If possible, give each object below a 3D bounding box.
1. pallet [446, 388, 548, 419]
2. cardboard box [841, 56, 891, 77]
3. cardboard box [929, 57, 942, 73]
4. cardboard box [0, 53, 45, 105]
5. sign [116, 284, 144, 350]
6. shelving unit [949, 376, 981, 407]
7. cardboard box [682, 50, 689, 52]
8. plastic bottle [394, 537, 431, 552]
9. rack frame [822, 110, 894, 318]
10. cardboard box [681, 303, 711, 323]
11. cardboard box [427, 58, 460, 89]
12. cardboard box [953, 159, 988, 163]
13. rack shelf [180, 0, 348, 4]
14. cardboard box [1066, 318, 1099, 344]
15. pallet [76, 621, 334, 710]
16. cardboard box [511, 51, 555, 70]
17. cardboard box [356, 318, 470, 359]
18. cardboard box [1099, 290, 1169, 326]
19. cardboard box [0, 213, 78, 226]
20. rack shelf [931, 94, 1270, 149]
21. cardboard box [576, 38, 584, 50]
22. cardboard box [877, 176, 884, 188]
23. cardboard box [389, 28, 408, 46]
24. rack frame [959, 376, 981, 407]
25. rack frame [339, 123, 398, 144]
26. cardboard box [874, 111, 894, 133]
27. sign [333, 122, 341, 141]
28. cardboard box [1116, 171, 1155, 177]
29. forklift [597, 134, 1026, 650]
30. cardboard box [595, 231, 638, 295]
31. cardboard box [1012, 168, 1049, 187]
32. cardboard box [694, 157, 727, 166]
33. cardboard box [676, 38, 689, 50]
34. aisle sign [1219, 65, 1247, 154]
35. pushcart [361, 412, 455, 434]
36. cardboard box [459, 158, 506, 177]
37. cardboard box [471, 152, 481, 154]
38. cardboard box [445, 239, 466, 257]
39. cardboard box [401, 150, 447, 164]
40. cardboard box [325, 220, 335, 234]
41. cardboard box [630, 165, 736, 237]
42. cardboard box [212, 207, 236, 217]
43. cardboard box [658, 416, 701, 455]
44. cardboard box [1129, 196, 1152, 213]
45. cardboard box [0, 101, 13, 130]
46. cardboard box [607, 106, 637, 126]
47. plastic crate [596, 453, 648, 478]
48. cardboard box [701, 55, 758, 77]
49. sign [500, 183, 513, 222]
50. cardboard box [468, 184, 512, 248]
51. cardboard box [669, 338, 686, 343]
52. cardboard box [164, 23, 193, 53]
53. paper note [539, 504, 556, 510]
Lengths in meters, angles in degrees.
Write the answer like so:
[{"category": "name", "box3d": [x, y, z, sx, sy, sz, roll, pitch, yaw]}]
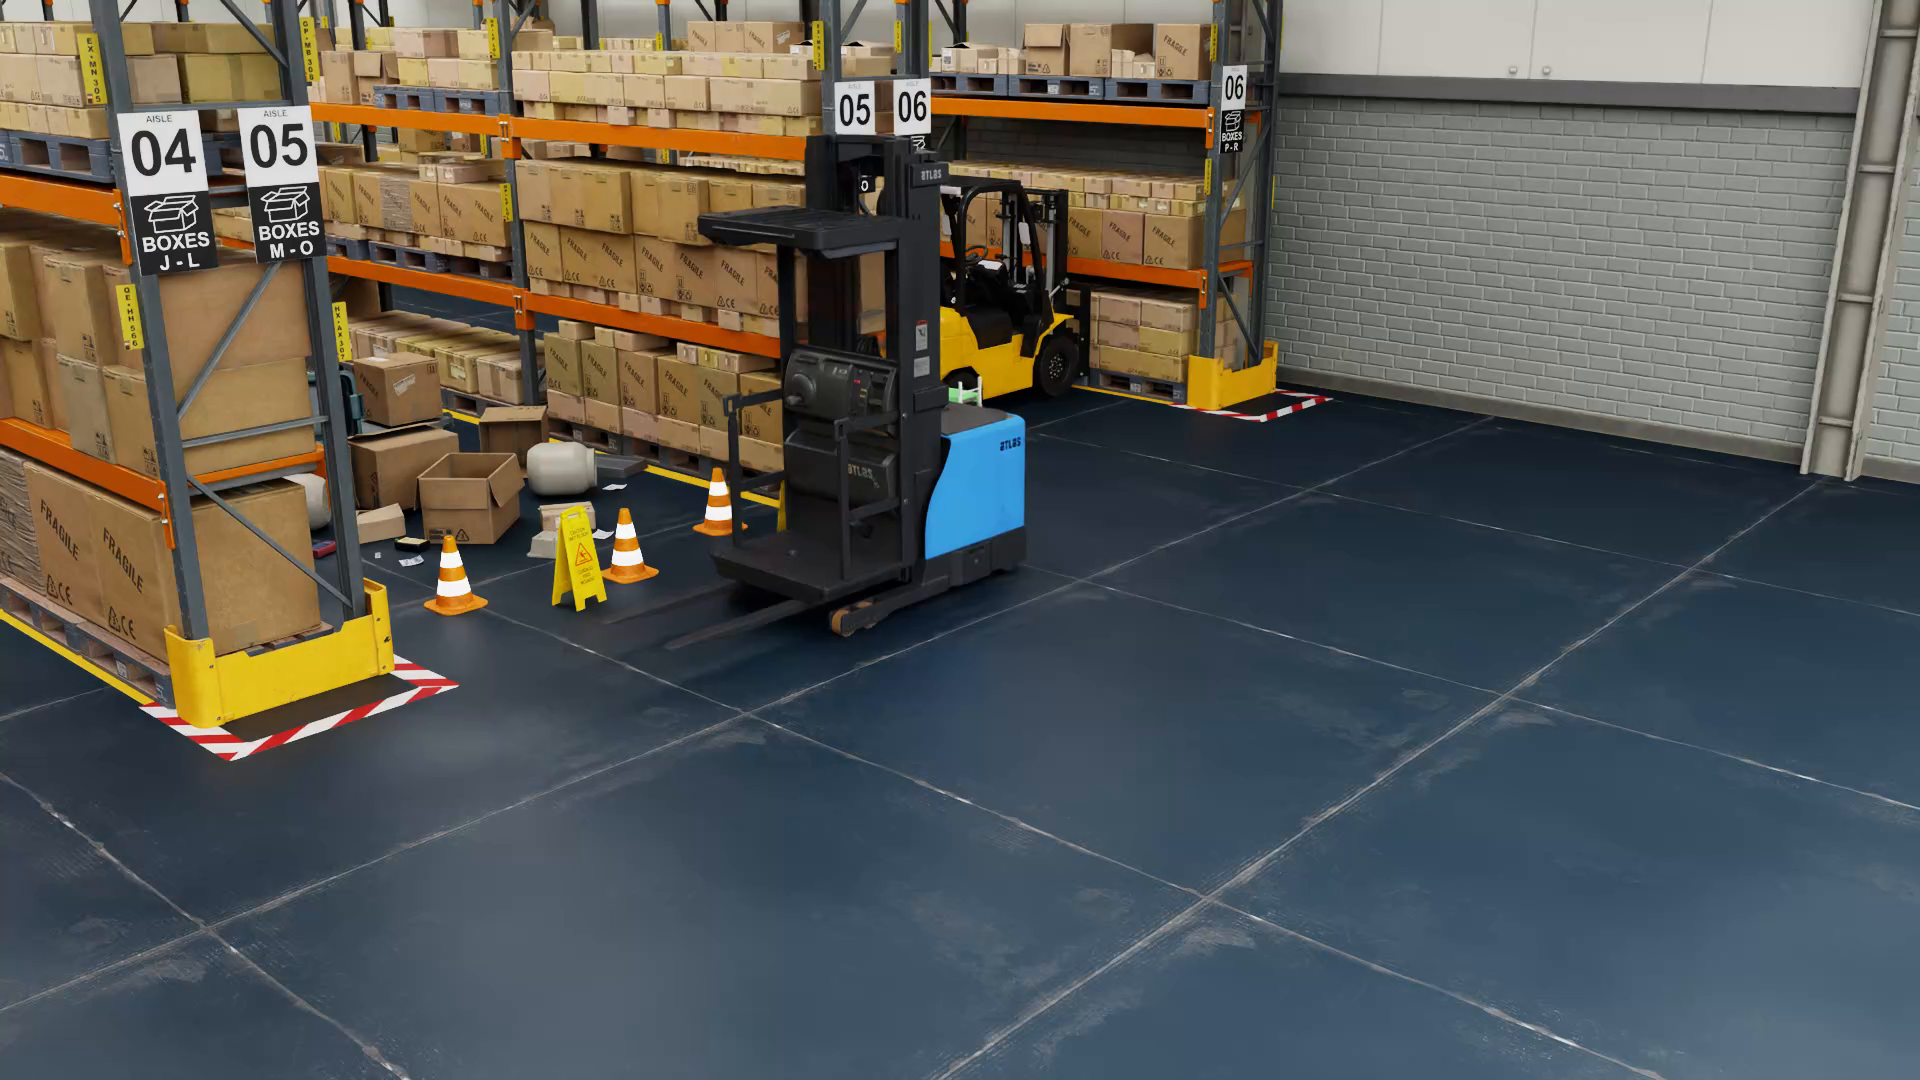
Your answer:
[{"category": "pallet", "box3d": [-4.180, -1.351, 16.019, 1.213, 0.211, 1.003, 15, 23, 39]}, {"category": "cardboard box", "box3d": [-0.735, -3.528, 12.409, 0.250, 0.149, 0.380, 15, 23, 39]}, {"category": "cardboard box", "box3d": [-0.170, -5.047, 17.652, 0.250, 0.149, 0.380, 16, 23, 40]}, {"category": "cardboard box", "box3d": [-4.740, -2.464, 8.855, 0.500, 0.250, 0.500, 15, 23, 39]}, {"category": "sign", "box3d": [-4.185, -1.125, 8.393, 0.005, 0.325, 0.100, 15, 23, 39]}, {"category": "shelving unit", "box3d": [-0.118, -0.608, 12.043, 0.503, 1.200, 0.258, 14, 22, 37]}, {"category": "cardboard box", "box3d": [-3.237, -5.878, 20.243, 0.250, 0.166, 0.380, 15, 23, 39]}, {"category": "plastic bottle", "box3d": [-3.951, 0.031, 11.914, 0.283, 0.061, 0.133, 7, 19, 21]}, {"category": "rack frame", "box3d": [-0.605, -1.721, 12.575, 0.127, 3.000, 1.000, 15, 23, 39]}, {"category": "cardboard box", "box3d": [-2.029, -1.869, 13.456, 0.250, 0.149, 0.380, 15, 23, 39]}, {"category": "cardboard box", "box3d": [-4.504, -4.270, 15.201, 0.500, 0.250, 0.500, 15, 23, 40]}, {"category": "cardboard box", "box3d": [0.135, -4.151, 18.502, 0.250, 0.149, 0.380, 15, 23, 39]}, {"category": "rack shelf", "box3d": [-8.084, -6.055, 18.163, 4.000, 0.370, 1.077, 15, 23, 39]}, {"category": "cardboard box", "box3d": [1.348, -2.201, 17.114, 0.500, 0.250, 0.500, 14, 23, 38]}, {"category": "pallet", "box3d": [-4.465, 0.606, 9.854, 1.213, 0.211, 1.003, 15, 23, 39]}, {"category": "cardboard box", "box3d": [-3.577, -4.077, 14.137, 0.250, 0.149, 0.380, 15, 23, 38]}, {"category": "cardboard box", "box3d": [-5.615, -2.013, 17.145, 0.625, 0.372, 0.950, 14, 23, 38]}, {"category": "cardboard box", "box3d": [1.750, -2.334, 16.705, 0.500, 0.250, 0.500, 16, 23, 40]}, {"category": "cardboard box", "box3d": [-6.065, -1.804, 10.804, 0.550, 0.550, 0.875, 15, 23, 39]}, {"category": "rack shelf", "box3d": [1.192, -4.333, 17.036, 4.000, 0.370, 1.077, 15, 23, 39]}, {"category": "cardboard box", "box3d": [-4.720, -6.403, 21.468, 0.250, 0.149, 0.380, 15, 23, 39]}, {"category": "cardboard box", "box3d": [-0.707, -4.023, 18.591, 0.250, 0.149, 0.380, 16, 24, 41]}, {"category": "cardboard box", "box3d": [-7.974, -7.345, 24.269, 0.500, 0.250, 0.500, 16, 24, 41]}, {"category": "rack frame", "box3d": [0.071, -0.561, 11.897, 0.015, 1.200, 0.240, 14, 22, 37]}, {"category": "rack frame", "box3d": [-9.280, -6.057, 26.239, 0.127, 3.000, 1.000, 15, 23, 39]}, {"category": "cardboard box", "box3d": [-0.637, -3.171, 12.601, 0.250, 0.149, 0.380, 15, 23, 39]}, {"category": "sign", "box3d": [-9.640, -6.347, 25.721, 0.005, 0.325, 0.100, 15, 23, 39]}, {"category": "cardboard box", "box3d": [1.809, -3.669, 16.985, 0.250, 0.149, 0.380, 16, 24, 41]}, {"category": "forklift", "box3d": [-0.897, -0.974, 10.336, 1.130, 2.935, 3.031, 15, 23, 39]}, {"category": "cardboard box", "box3d": [-2.694, -2.363, 13.941, 0.500, 0.500, 0.500, 15, 23, 39]}, {"category": "cardboard box", "box3d": [0.753, -3.774, 17.317, 0.250, 0.149, 0.380, 15, 23, 39]}, {"category": "cardboard box", "box3d": [-3.053, -4.624, 20.484, 0.250, 0.149, 0.380, 16, 23, 40]}, {"category": "cardboard box", "box3d": [-3.388, -6.277, 21.071, 0.250, 0.149, 0.380, 14, 22, 37]}, {"category": "aisle sign", "box3d": [2.542, -4.004, 15.472, 0.004, 0.787, 0.394, 15, 23, 39]}, {"category": "pushcart", "box3d": [-5.072, -0.748, 13.845, 0.936, 0.377, 1.648, 7, 19, 21]}, {"category": "cardboard box", "box3d": [-4.594, -3.592, 16.047, 0.250, 0.149, 0.380, 17, 24, 42]}, {"category": "cardboard box", "box3d": [-6.859, -5.584, 24.504, 0.500, 0.250, 0.500, 15, 23, 39]}, {"category": "cardboard box", "box3d": [-4.567, -2.746, 15.526, 0.250, 0.149, 0.380, 15, 23, 38]}, {"category": "cardboard box", "box3d": [-7.964, -5.675, 24.792, 0.500, 0.250, 0.500, 14, 23, 38]}, {"category": "cardboard box", "box3d": [-6.279, -3.236, 17.070, 0.250, 0.149, 0.380, 13, 22, 36]}, {"category": "cardboard box", "box3d": [-2.236, -2.754, 13.521, 0.500, 0.500, 0.700, 15, 23, 39]}, {"category": "cardboard box", "box3d": [-7.901, -3.734, 18.340, 0.500, 0.250, 0.500, 14, 23, 38]}, {"category": "cardboard box", "box3d": [-2.165, -0.921, 13.907, 0.500, 0.250, 0.500, 14, 22, 37]}, {"category": "cardboard box", "box3d": [1.878, -3.318, 16.371, 0.250, 0.149, 0.380, 16, 23, 40]}, {"category": "cardboard box", "box3d": [-5.050, -2.333, 9.101, 0.250, 0.149, 0.380, 15, 23, 38]}, {"category": "cardboard box", "box3d": [-2.620, -3.437, 13.440, 0.250, 0.149, 0.380, 14, 23, 38]}, {"category": "plastic crate", "box3d": [-2.966, -0.632, 13.969, 0.583, 0.080, 0.402, 7, 19, 21]}, {"category": "cardboard box", "box3d": [-1.758, -3.633, 12.738, 0.250, 0.149, 0.380, 15, 23, 39]}, {"category": "sign", "box3d": [-3.962, -2.949, 14.533, 0.005, 0.325, 0.100, 15, 23, 39]}, {"category": "cardboard box", "box3d": [-4.094, -2.954, 15.111, 0.500, 0.500, 0.500, 15, 23, 38]}, {"category": "cardboard box", "box3d": [-2.212, -1.509, 14.519, 0.500, 0.500, 0.500, 17, 24, 42]}, {"category": "cardboard box", "box3d": [-4.040, -2.708, 8.964, 0.250, 0.149, 0.380, 15, 23, 40]}, {"category": "paper note", "box3d": [-3.169, -0.244, 12.849, 0.148, 0.019, 0.142, -9, 20, -27]}]
